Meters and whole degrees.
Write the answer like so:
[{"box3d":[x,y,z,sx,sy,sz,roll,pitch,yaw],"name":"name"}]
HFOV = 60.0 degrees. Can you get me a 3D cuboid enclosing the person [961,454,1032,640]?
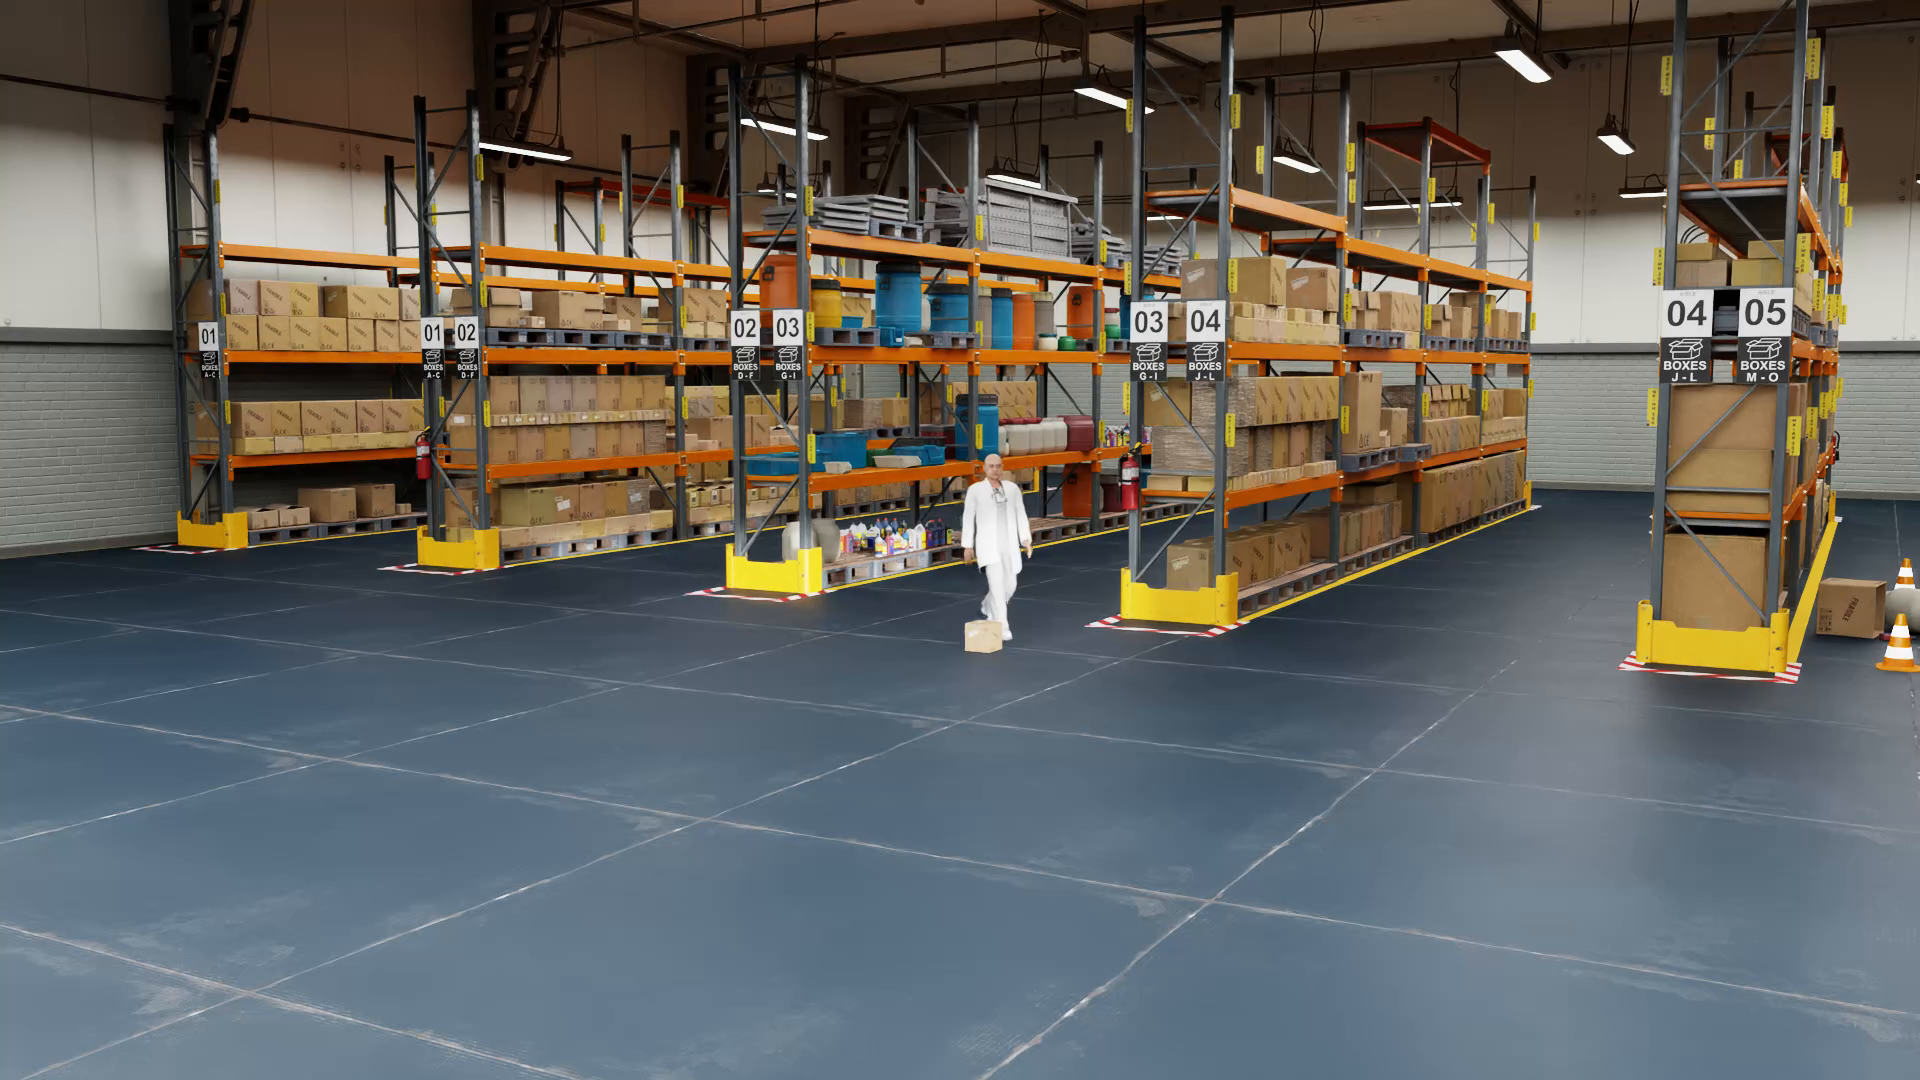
[{"box3d":[0.363,0.052,15.684,0.578,1.723,1.109,-2,6,-23],"name":"person"}]
